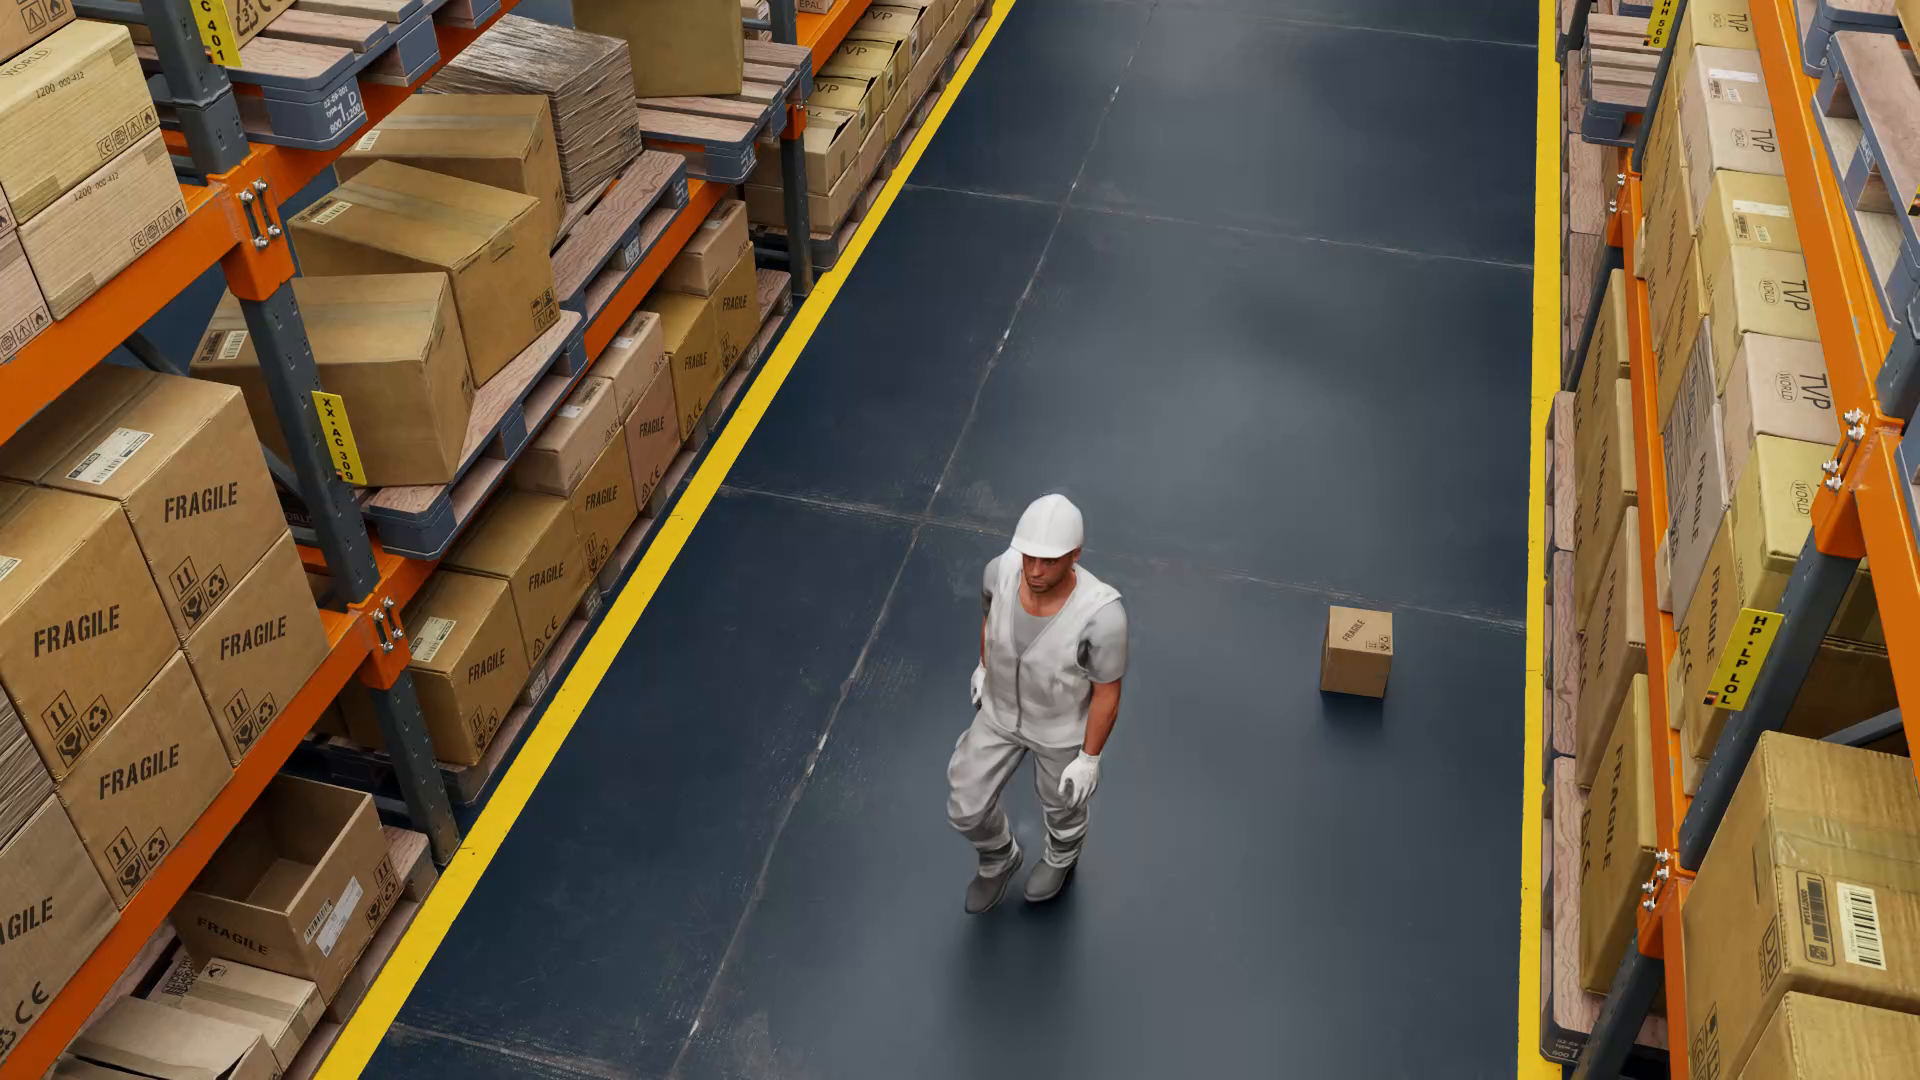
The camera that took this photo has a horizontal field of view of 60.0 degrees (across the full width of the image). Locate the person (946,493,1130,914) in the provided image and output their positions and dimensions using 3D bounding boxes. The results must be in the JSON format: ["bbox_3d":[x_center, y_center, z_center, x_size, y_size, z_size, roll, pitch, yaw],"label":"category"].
[{"bbox_3d":[0.233,0.608,5.423,0.592,1.834,0.511,21,45,22],"label":"person"}]
